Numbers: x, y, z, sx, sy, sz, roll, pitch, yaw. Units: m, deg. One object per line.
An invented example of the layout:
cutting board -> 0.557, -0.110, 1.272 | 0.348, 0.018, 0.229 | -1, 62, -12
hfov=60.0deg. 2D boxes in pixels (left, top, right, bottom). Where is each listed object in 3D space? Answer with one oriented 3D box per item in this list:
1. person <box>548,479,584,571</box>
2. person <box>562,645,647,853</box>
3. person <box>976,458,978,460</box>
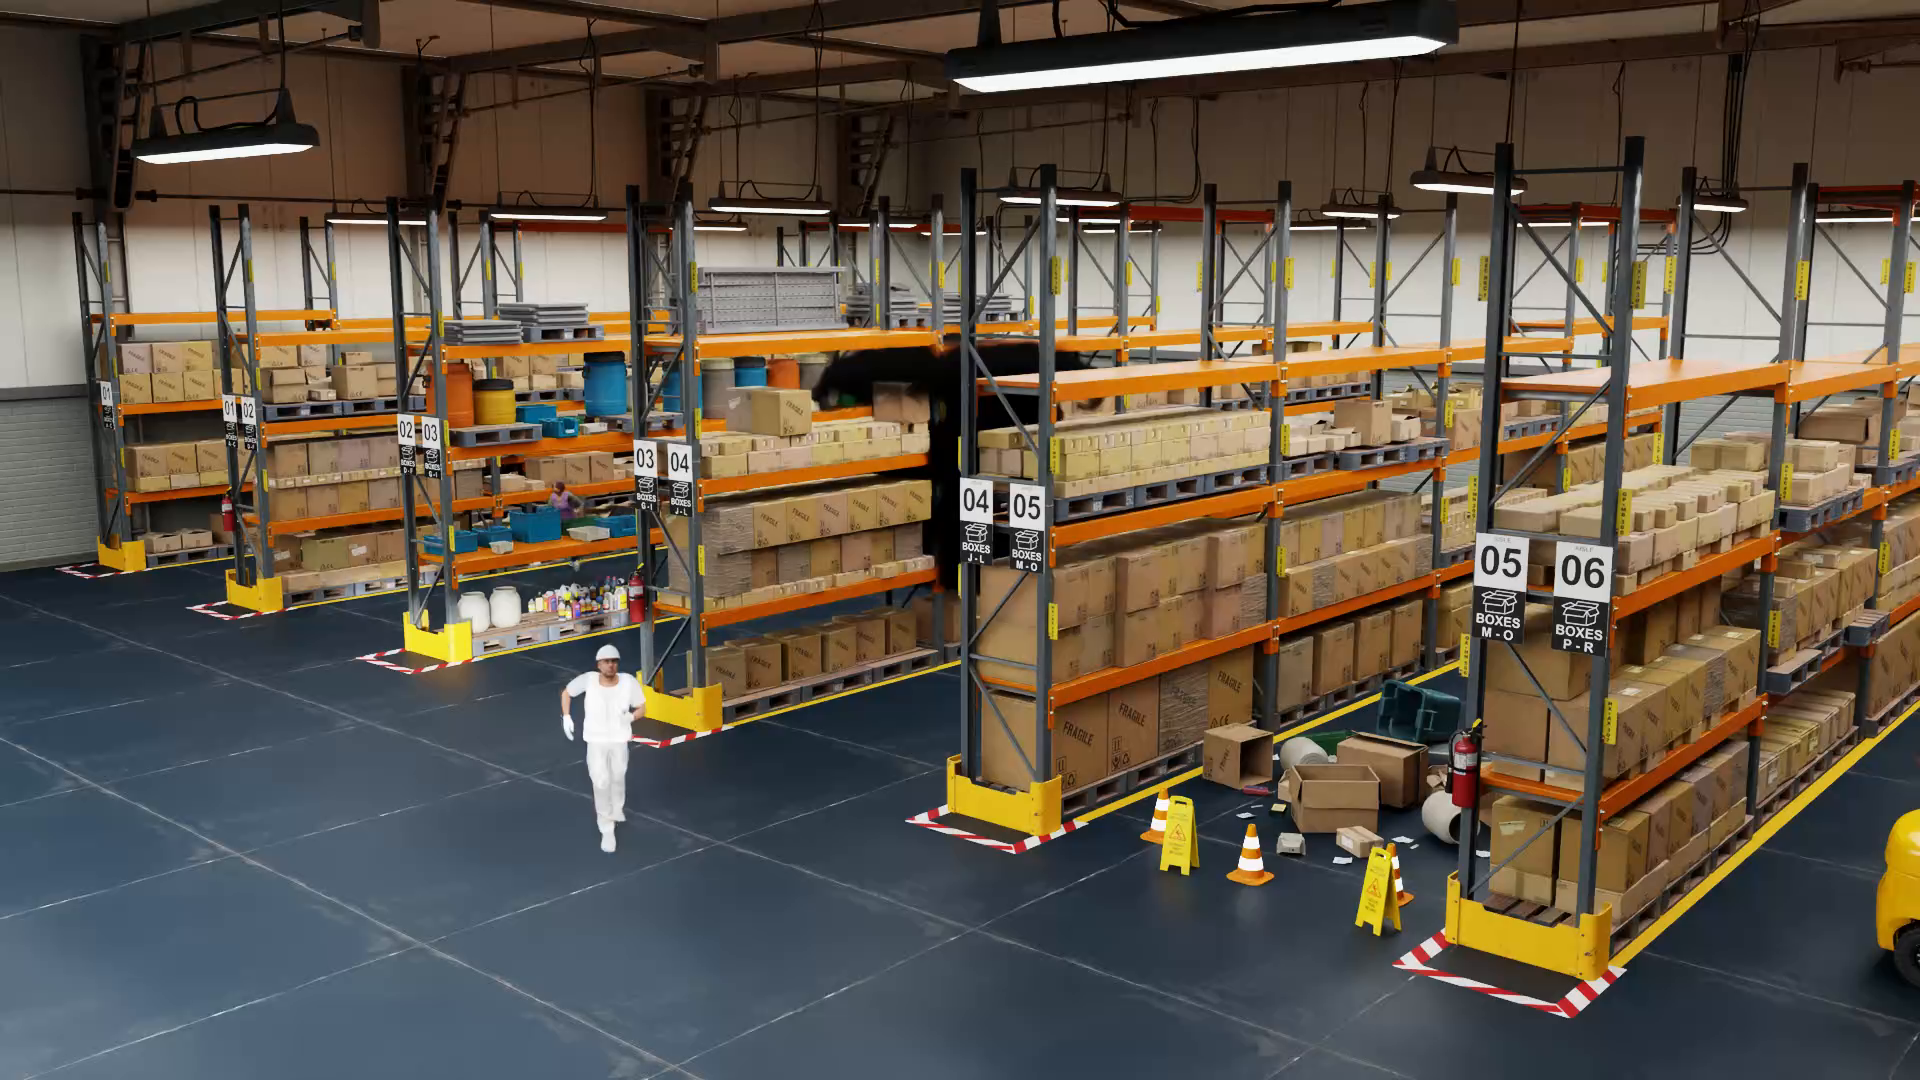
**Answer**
person -> -6.324, -0.243, 26.682 | 0.545, 1.511, 0.826 | 2, 10, 13
person -> -3.192, 1.821, 14.986 | 0.726, 1.829, 0.899 | -3, 10, -19
person -> 0.335, -1.406, 34.643 | 0.570, 1.705, 0.855 | 8, 12, 40
